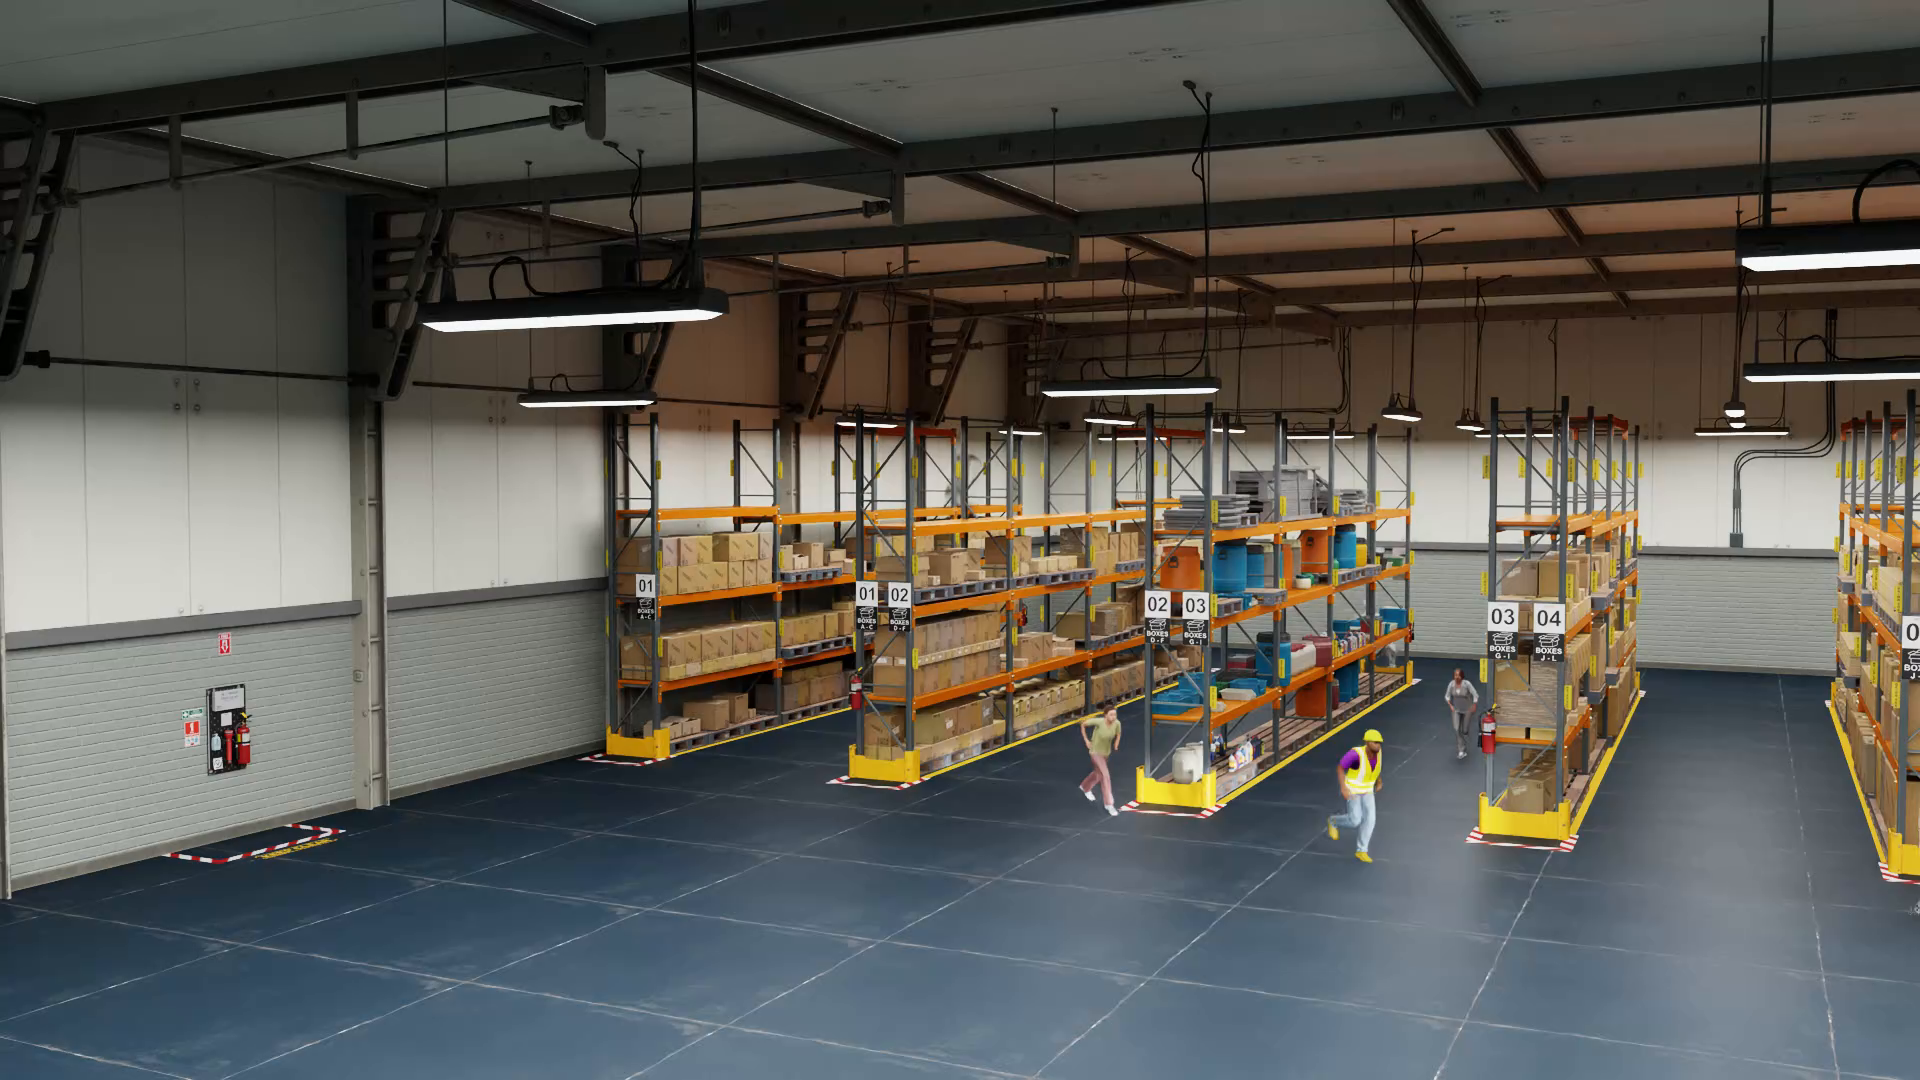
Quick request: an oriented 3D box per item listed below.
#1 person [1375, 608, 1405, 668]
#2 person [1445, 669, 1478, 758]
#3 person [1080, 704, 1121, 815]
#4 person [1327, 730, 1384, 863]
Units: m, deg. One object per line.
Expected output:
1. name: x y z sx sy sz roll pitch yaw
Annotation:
1. person: 10.695 2.474 41.604 0.692 1.609 1.088 -2 3 -43
2. person: 8.801 3.034 29.169 0.565 1.541 0.670 1 3 26
3. person: 2.034 3.192 24.541 0.617 1.625 1.001 -1 3 -22
4. person: 5.135 3.270 21.546 0.701 1.708 0.942 -2 3 -33
